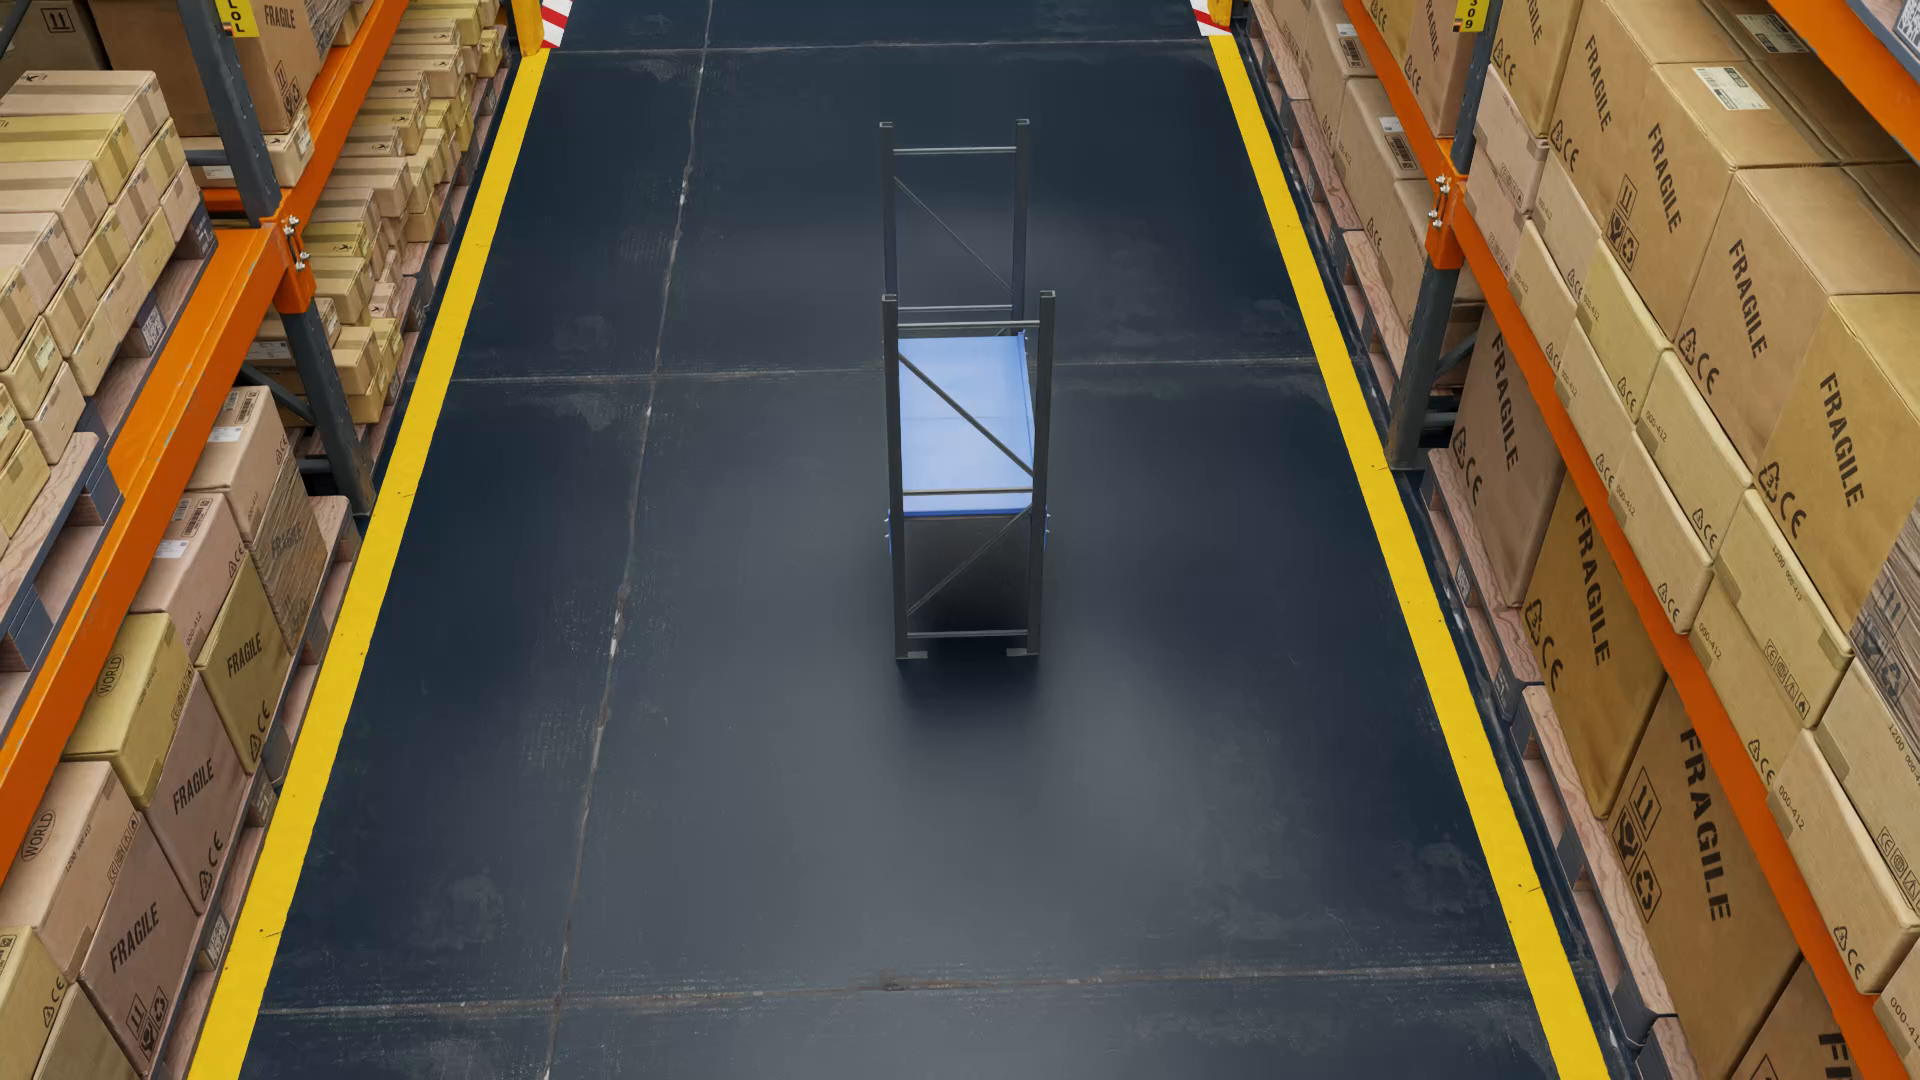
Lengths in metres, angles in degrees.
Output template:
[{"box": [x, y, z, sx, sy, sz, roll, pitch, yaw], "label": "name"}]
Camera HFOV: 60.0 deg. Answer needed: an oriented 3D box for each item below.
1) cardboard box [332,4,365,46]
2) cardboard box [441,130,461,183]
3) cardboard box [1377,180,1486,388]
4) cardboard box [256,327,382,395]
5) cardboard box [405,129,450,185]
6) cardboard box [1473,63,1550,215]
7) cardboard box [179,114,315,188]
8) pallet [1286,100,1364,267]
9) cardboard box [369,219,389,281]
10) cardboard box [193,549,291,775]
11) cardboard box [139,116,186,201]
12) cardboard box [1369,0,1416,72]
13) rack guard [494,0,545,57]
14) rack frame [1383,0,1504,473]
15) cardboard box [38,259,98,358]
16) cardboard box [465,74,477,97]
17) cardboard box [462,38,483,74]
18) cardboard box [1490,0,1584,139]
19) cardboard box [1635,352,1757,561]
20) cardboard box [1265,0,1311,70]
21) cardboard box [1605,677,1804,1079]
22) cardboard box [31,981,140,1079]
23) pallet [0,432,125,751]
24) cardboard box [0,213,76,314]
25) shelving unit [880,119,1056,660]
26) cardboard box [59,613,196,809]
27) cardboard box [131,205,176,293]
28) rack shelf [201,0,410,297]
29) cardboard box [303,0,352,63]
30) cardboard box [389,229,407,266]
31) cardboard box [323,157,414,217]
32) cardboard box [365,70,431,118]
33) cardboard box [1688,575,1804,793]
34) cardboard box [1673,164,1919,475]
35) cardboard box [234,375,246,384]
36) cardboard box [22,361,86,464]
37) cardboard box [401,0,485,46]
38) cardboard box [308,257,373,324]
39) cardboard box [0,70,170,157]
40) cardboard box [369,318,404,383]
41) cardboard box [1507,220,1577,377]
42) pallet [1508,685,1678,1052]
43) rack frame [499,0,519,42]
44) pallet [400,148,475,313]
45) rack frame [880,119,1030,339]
[{"box": [-2.537, -2.033, 6.433, 0.380, 0.149, 0.250, -1, 43, -1], "label": "cardboard box"}, {"box": [-2.565, -1.799, 7.792, 0.380, 0.149, 0.250, -1, 43, -1], "label": "cardboard box"}, {"box": [2.270, -1.065, 6.778, 0.875, 0.438, 0.875, -2, 43, -2], "label": "cardboard box"}, {"box": [-2.447, -0.685, 6.357, 0.380, 0.149, 0.250, 0, 43, 0], "label": "cardboard box"}, {"box": [-2.524, -1.725, 7.491, 0.380, 0.149, 0.250, -1, 43, -1], "label": "cardboard box"}, {"box": [1.927, -1.252, 5.137, 0.500, 0.250, 0.500, -3, 43, -3], "label": "cardboard box"}, {"box": [-2.437, -1.326, 5.663, 0.380, 0.149, 0.250, 0, 43, 0], "label": "cardboard box"}, {"box": [2.181, -1.741, 7.994, 1.003, 0.211, 1.213, -2, 43, -2], "label": "pallet"}, {"box": [-2.603, -1.199, 6.918, 0.380, 0.149, 0.250, -4, 43, -4], "label": "cardboard box"}, {"box": [-2.447, 0.387, 5.146, 0.500, 0.500, 0.500, -3, 43, -3], "label": "cardboard box"}, {"box": [-2.538, -1.127, 4.914, 0.380, 0.149, 0.250, 0, 43, 0], "label": "cardboard box"}, {"box": [1.887, -2.118, 6.267, 0.500, 0.500, 0.500, -3, 43, -3], "label": "cardboard box"}, {"box": [-2.918, -2.946, 9.094, 1.175, 0.500, 0.348, -2, 43, -2], "label": "rack guard"}, {"box": [2.190, -1.428, 5.588, 1.000, 3.000, 0.127, -2, 43, -2], "label": "rack frame"}, {"box": [-2.501, -0.597, 4.336, 0.380, 0.149, 0.250, -3, 43, -3], "label": "cardboard box"}, {"box": [-2.654, -2.321, 8.362, 0.380, 0.149, 0.250, -2, 43, -2], "label": "cardboard box"}, {"box": [-2.590, -2.433, 8.263, 0.380, 0.149, 0.250, -3, 43, -4], "label": "cardboard box"}, {"box": [1.921, -1.528, 4.884, 0.500, 0.500, 0.500, -1, 43, -1], "label": "cardboard box"}, {"box": [1.995, -0.218, 4.009, 0.500, 0.250, 0.500, -3, 43, -3], "label": "cardboard box"}, {"box": [2.148, -2.896, 8.775, 0.875, 0.438, 0.875, -3, 43, -3], "label": "cardboard box"}, {"box": [2.379, 0.830, 4.387, 0.875, 0.875, 0.875, -1, 43, -1], "label": "cardboard box"}, {"box": [-2.382, 1.425, 4.015, 0.500, 0.500, 0.500, -1, 43, -1], "label": "cardboard box"}, {"box": [-2.707, 0.218, 3.934, 1.003, 0.211, 1.213, -2, 43, -2], "label": "pallet"}, {"box": [-2.507, -0.701, 4.230, 0.380, 0.149, 0.250, -2, 43, -2], "label": "cardboard box"}, {"box": [0.004, -0.495, 5.680, 0.538, 1.500, 1.048, -2, 43, -2], "label": "shelving unit"}, {"box": [-2.422, 0.472, 4.500, 0.500, 0.250, 0.500, -3, 43, -4], "label": "cardboard box"}, {"box": [-2.525, -0.842, 4.824, 0.380, 0.149, 0.250, -1, 43, -2], "label": "cardboard box"}, {"box": [-2.837, -2.303, 7.075, 1.077, 0.370, 4.000, -2, 43, -2], "label": "rack shelf"}, {"box": [-2.549, -2.040, 5.961, 0.500, 0.500, 0.500, -2, 43, -2], "label": "cardboard box"}, {"box": [-2.627, -1.273, 7.218, 0.380, 0.149, 0.250, -3, 43, -4], "label": "cardboard box"}, {"box": [-2.535, -1.486, 7.010, 0.380, 0.149, 0.250, -1, 43, -1], "label": "cardboard box"}, {"box": [-2.640, -2.011, 7.583, 0.380, 0.149, 0.250, -3, 43, -3], "label": "cardboard box"}, {"box": [2.036, 0.309, 3.804, 0.500, 0.250, 0.500, -2, 43, -2], "label": "cardboard box"}, {"box": [2.017, -0.498, 3.760, 0.500, 0.500, 0.500, -2, 43, -2], "label": "cardboard box"}, {"box": [-3.036, -0.755, 6.652, 0.380, 0.149, 0.250, -1, 43, -1], "label": "cardboard box"}, {"box": [-2.489, -0.317, 4.251, 0.380, 0.149, 0.250, -3, 43, -4], "label": "cardboard box"}, {"box": [-2.555, -2.549, 8.170, 0.380, 0.149, 0.250, -3, 43, -3], "label": "cardboard box"}, {"box": [-2.512, -0.967, 6.444, 0.380, 0.149, 0.250, 0, 43, 0], "label": "cardboard box"}, {"box": [-2.540, -1.234, 4.811, 0.380, 0.149, 0.250, 0, 43, 0], "label": "cardboard box"}, {"box": [-2.457, -0.756, 6.654, 0.380, 0.149, 0.250, 0, 43, -1], "label": "cardboard box"}, {"box": [1.968, -0.719, 4.926, 0.500, 0.250, 0.500, -3, 43, -3], "label": "cardboard box"}, {"box": [2.352, 0.944, 5.064, 1.003, 0.211, 1.213, -2, 43, -2], "label": "pallet"}, {"box": [-2.922, -3.918, 8.305, 1.000, 3.000, 0.127, -2, 43, -2], "label": "rack frame"}, {"box": [-2.870, -1.468, 7.695, 1.003, 0.211, 1.213, -2, 43, -2], "label": "pallet"}, {"box": [-0.018, -0.838, 6.055, 0.500, 1.500, 0.032, -2, 43, -2], "label": "rack frame"}]
